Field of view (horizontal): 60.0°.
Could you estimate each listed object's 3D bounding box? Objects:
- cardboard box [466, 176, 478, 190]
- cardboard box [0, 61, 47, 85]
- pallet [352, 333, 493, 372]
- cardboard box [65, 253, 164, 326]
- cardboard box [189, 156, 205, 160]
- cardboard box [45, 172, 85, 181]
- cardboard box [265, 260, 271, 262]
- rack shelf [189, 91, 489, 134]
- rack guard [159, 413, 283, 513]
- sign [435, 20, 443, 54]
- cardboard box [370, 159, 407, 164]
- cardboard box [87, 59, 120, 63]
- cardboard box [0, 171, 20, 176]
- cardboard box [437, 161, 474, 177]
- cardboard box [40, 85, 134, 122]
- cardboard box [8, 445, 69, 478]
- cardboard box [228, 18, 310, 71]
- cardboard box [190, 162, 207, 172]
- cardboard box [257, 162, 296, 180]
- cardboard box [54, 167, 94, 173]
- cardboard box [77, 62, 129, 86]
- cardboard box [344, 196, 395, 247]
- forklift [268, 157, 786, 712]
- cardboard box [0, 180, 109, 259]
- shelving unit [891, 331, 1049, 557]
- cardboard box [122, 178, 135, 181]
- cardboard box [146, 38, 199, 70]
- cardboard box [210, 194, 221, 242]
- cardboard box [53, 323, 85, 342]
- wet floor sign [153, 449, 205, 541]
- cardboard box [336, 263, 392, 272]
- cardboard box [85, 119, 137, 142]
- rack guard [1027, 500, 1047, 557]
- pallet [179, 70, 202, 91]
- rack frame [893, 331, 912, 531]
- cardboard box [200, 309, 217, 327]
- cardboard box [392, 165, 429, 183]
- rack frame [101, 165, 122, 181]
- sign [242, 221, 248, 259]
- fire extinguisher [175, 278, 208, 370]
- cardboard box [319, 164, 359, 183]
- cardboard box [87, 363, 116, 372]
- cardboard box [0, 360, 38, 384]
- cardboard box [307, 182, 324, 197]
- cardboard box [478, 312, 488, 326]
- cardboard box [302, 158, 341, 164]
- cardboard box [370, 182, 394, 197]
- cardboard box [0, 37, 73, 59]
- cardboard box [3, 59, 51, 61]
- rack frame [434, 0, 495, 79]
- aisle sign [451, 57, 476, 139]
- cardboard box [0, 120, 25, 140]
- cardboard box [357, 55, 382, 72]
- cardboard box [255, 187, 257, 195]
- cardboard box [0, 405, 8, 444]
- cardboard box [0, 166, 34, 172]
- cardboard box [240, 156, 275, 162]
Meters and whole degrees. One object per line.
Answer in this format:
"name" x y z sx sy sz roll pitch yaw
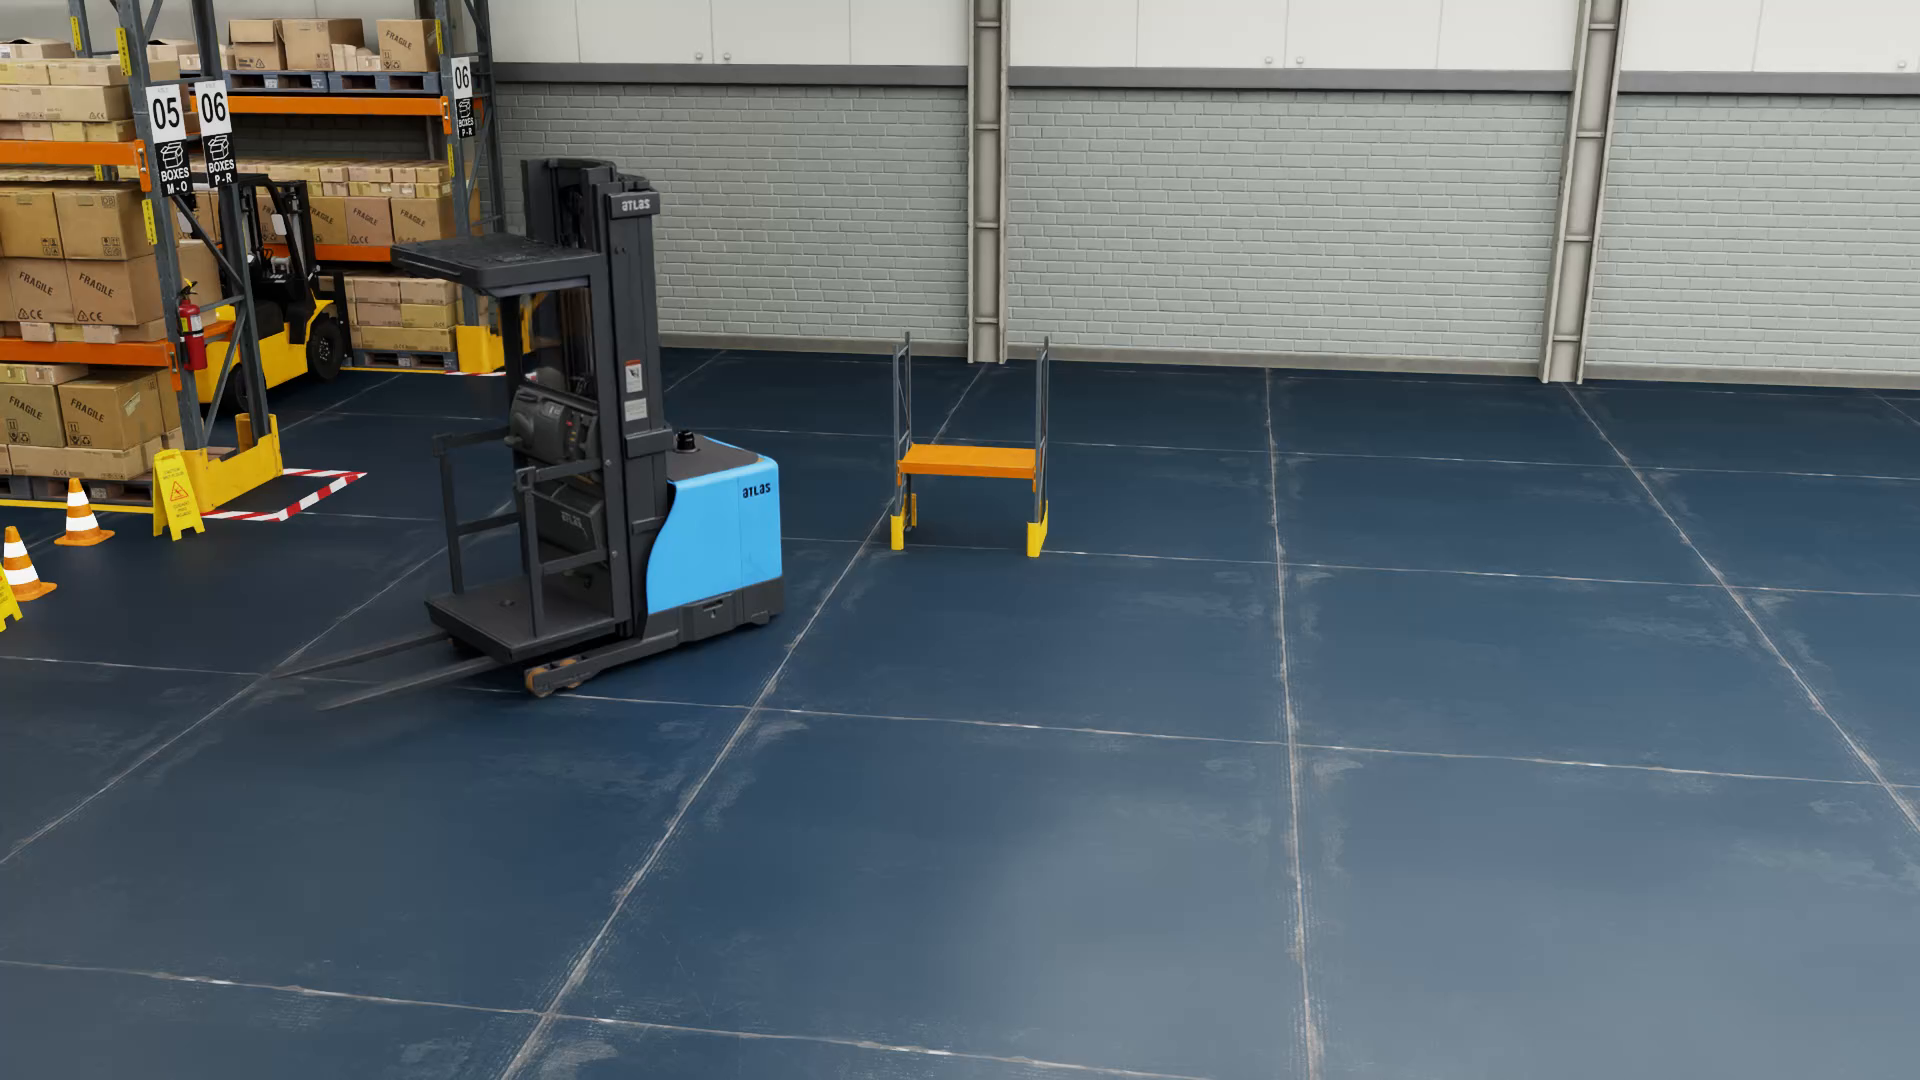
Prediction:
"cardboard box" -5.371 -3.824 17.823 0.250 0.149 0.380 2 19 7
"cardboard box" -6.988 -3.482 12.394 0.250 0.149 0.380 3 19 9
"pallet" -5.839 -2.073 18.166 1.213 0.211 1.003 3 19 9
"cardboard box" -6.441 -1.944 12.761 0.500 0.500 0.500 3 19 8
"cardboard box" -8.423 -4.121 18.242 0.250 0.149 0.380 2 19 7
"cardboard box" -9.657 -3.881 17.996 0.250 0.149 0.380 3 19 8
"cardboard box" -8.008 -2.956 18.506 0.500 0.250 0.500 3 19 8
"rack shelf" -7.052 -4.552 17.587 4.000 0.370 1.077 3 19 9
"rack guard" -5.936 -0.633 13.408 0.348 0.500 1.175 3 19 9
"sign" -5.177 -5.006 16.538 0.005 0.325 0.100 3 19 9
"cardboard box" -6.133 -4.000 17.881 0.250 0.149 0.380 3 19 9
"cardboard box" -6.431 -3.586 12.705 0.250 0.149 0.380 3 19 8
"cardboard box" -10.420 -3.915 18.096 0.250 0.149 0.380 2 19 7
"cardboard box" -5.375 -3.950 17.733 0.250 0.149 0.380 3 19 8
"cardboard box" -6.409 -3.249 12.325 0.500 0.250 0.500 3 19 8
"cardboard box" -7.212 -0.695 13.325 0.500 0.250 0.500 3 19 9
"cardboard box" -7.120 -5.158 17.283 0.637 0.503 0.797 4 19 10
"cardboard box" -7.996 -3.919 17.639 0.250 0.149 0.380 3 19 10
"cardboard box" -7.226 -3.912 17.618 0.250 0.149 0.380 3 19 9
"cardboard box" -9.843 -4.054 18.513 0.250 0.149 0.380 3 19 8
"cardboard box" -6.242 -3.421 12.212 0.250 0.149 0.380 3 19 9
"cardboard box" -6.116 -3.389 17.547 0.500 0.500 0.500 4 19 10
"forklift" -2.550 -0.670 9.686 3.031 2.935 1.130 -16 25 -40
"cardboard box" -6.899 -2.463 12.734 0.500 0.500 0.700 3 19 9
"shelving unit" -7.470 -1.234 13.156 16.366 1.800 0.587 3 19 9
"cardboard box" -8.754 -3.828 17.837 0.250 0.149 0.380 3 19 8
"cardboard box" -8.244 -5.080 17.352 0.500 0.311 0.500 3 19 10
"cardboard box" -7.613 -3.469 17.785 0.500 0.500 0.500 3 19 8
"cardboard box" -6.782 -1.645 12.889 0.250 0.149 0.380 3 19 8
"wet floor sign" -5.843 -0.354 12.343 0.232 0.644 0.267 10 21 27
"cardboard box" -6.508 -2.876 18.266 0.500 0.250 0.500 3 19 8
"cardboard box" -6.258 -3.049 12.356 0.250 0.149 0.380 3 19 9
"rack guard" 0.567 -0.090 12.177 0.087 0.250 0.587 3 19 9
"pallet" -8.181 -4.917 17.684 1.213 0.211 1.003 3 19 9
"rack frame" -0.418 -0.733 12.129 0.032 1.500 0.500 3 19 9
"cardboard box" -6.164 -1.778 13.285 0.250 0.149 0.380 3 19 9
"cardboard box" -5.713 -3.821 17.347 0.250 0.149 0.380 3 19 9
"rack frame" -9.027 -3.571 18.250 0.127 3.000 1.000 3 19 9
"sign" -5.775 -2.395 13.371 0.005 0.325 0.100 3 19 9
"fire extinguisher" -5.821 -1.628 12.564 0.183 0.674 0.296 3 19 9
"cardboard box" -6.485 -3.840 17.403 0.250 0.149 0.380 3 19 10
"cardboard box" -7.154 -1.219 13.709 0.500 0.500 0.500 2 19 7
"cardboard box" -7.314 -1.343 13.057 0.250 0.149 0.380 3 19 10
"cardboard box" -6.735 -3.712 17.489 0.250 0.149 0.380 3 19 9
"cardboard box" -5.531 -2.351 18.275 0.500 0.250 0.500 3 19 9
"cardboard box" -6.898 -4.037 17.992 0.250 0.149 0.380 3 19 9
"cardboard box" -5.968 -3.691 17.426 0.250 0.149 0.380 3 19 10
"cardboard box" -9.780 -5.158 17.586 0.500 0.311 0.500 2 19 7
"cardboard box" -7.164 -3.636 12.855 0.250 0.149 0.380 3 19 8
"rack frame" -5.078 -6.215 16.696 0.127 3.000 1.000 3 19 9
"aisle sign" -5.059 -4.508 16.951 0.004 0.787 0.394 3 19 9
"cardboard box" -7.005 -3.109 12.535 0.250 0.149 0.380 3 19 9
"cardboard box" -5.944 -4.867 16.970 0.250 0.149 0.380 2 19 7
"cardboard box" -7.495 -3.755 17.617 0.250 0.149 0.380 2 19 7
"cardboard box" -7.707 -1.077 13.285 0.500 0.500 0.500 2 19 7
"cardboard box" -10.590 -4.092 18.626 0.250 0.149 0.380 3 19 8
"cardboard box" -7.649 -4.099 18.178 0.250 0.149 0.380 3 19 8
